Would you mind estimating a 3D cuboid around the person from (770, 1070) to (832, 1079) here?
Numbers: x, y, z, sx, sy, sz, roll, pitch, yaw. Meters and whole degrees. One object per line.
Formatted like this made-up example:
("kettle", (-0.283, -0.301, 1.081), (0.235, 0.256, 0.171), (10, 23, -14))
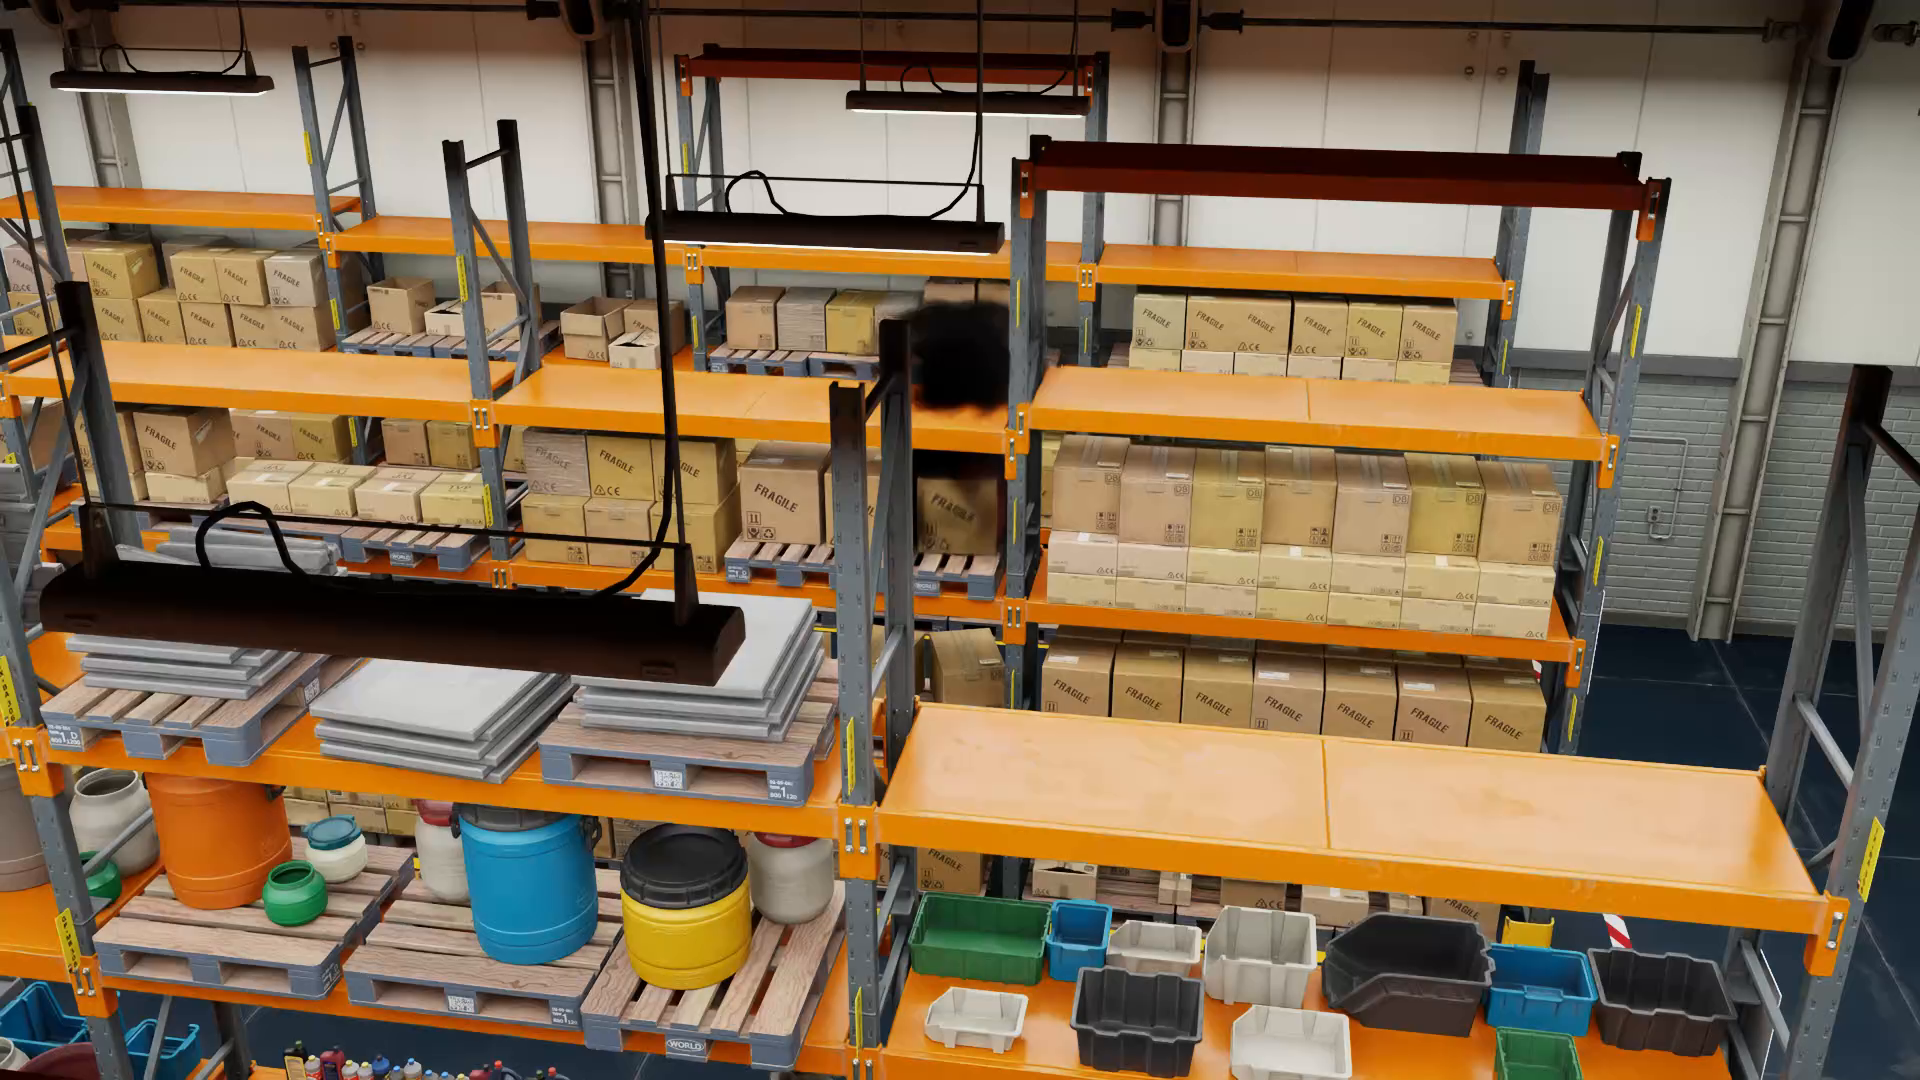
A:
("person", (-0.950, 3.281, 10.506), (0.745, 1.706, 0.565), (4, 23, 9))
